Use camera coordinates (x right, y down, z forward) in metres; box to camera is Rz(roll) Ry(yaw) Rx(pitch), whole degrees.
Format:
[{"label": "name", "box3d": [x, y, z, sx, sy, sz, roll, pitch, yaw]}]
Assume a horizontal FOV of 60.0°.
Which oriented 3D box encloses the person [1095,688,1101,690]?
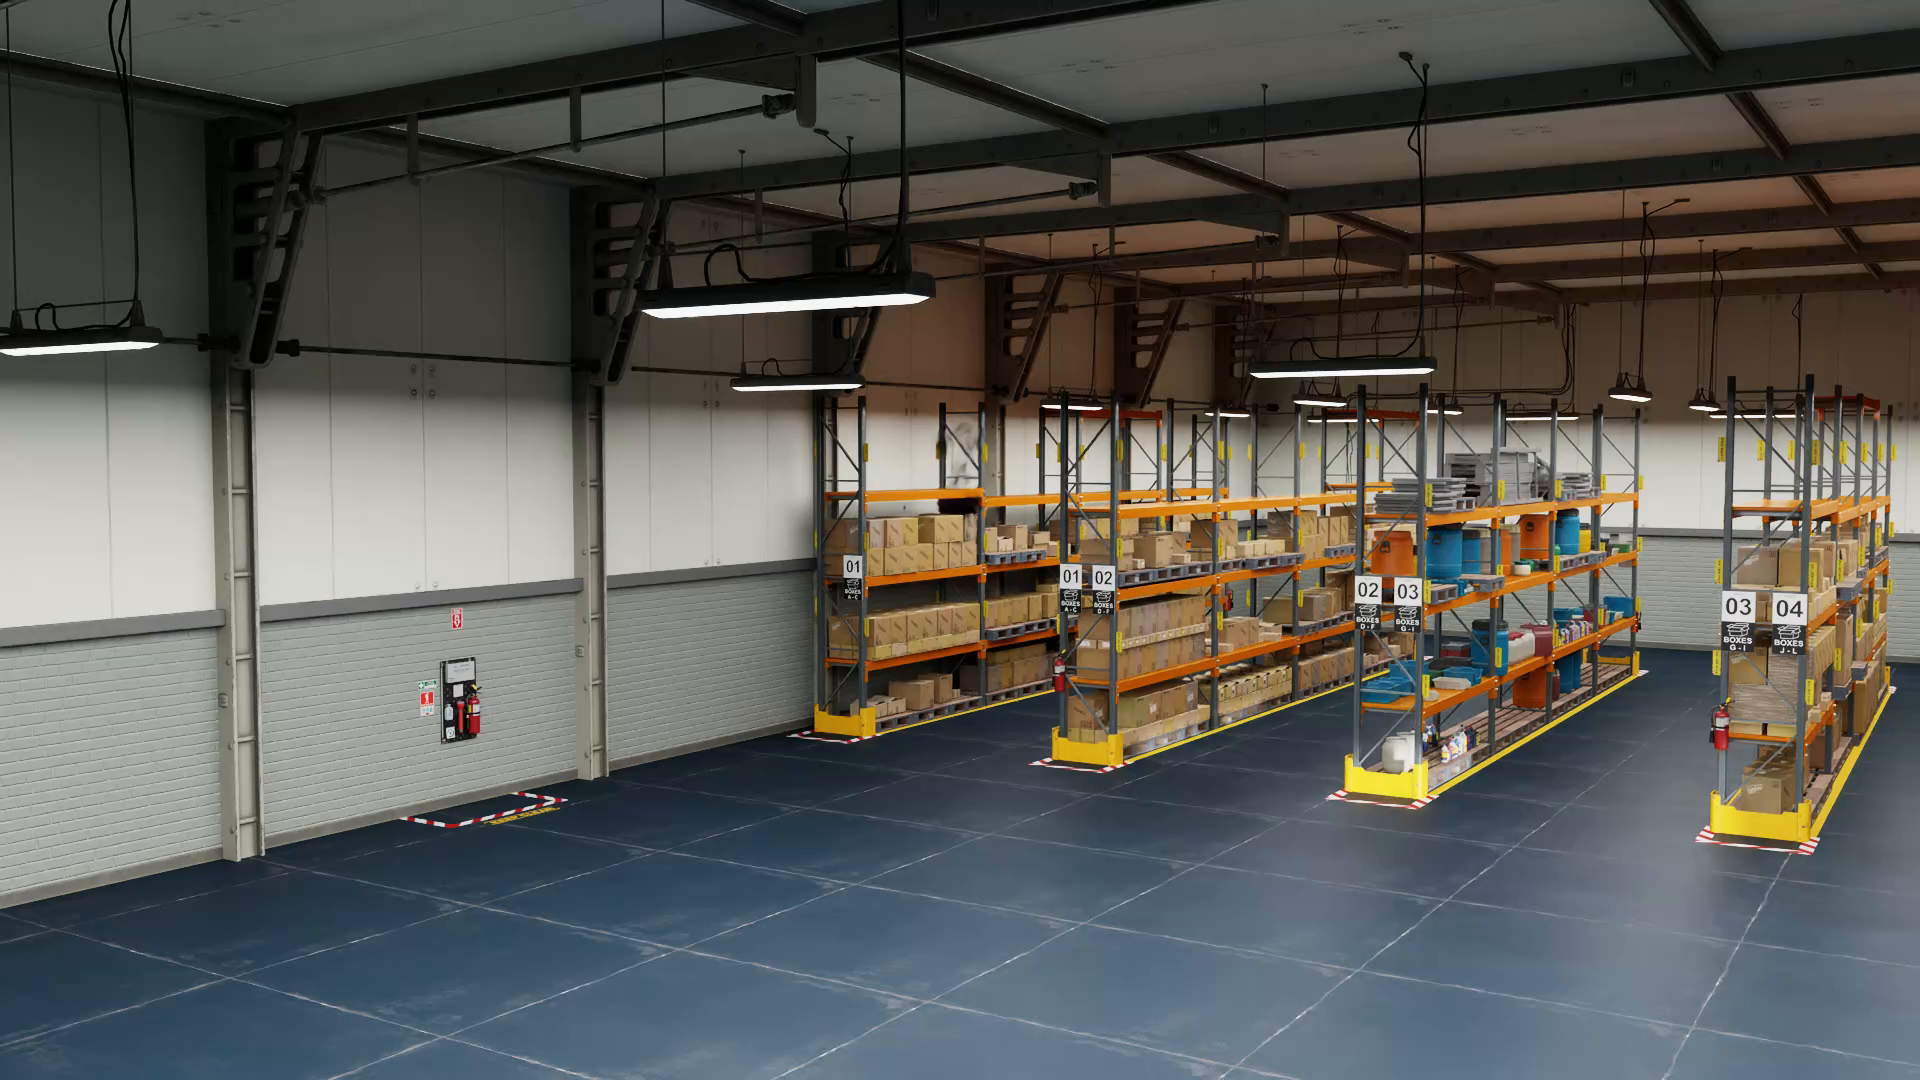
[{"label": "person", "box3d": [2.666, 2.593, 30.785, 0.605, 1.615, 0.666, 1, 3, 24]}]
